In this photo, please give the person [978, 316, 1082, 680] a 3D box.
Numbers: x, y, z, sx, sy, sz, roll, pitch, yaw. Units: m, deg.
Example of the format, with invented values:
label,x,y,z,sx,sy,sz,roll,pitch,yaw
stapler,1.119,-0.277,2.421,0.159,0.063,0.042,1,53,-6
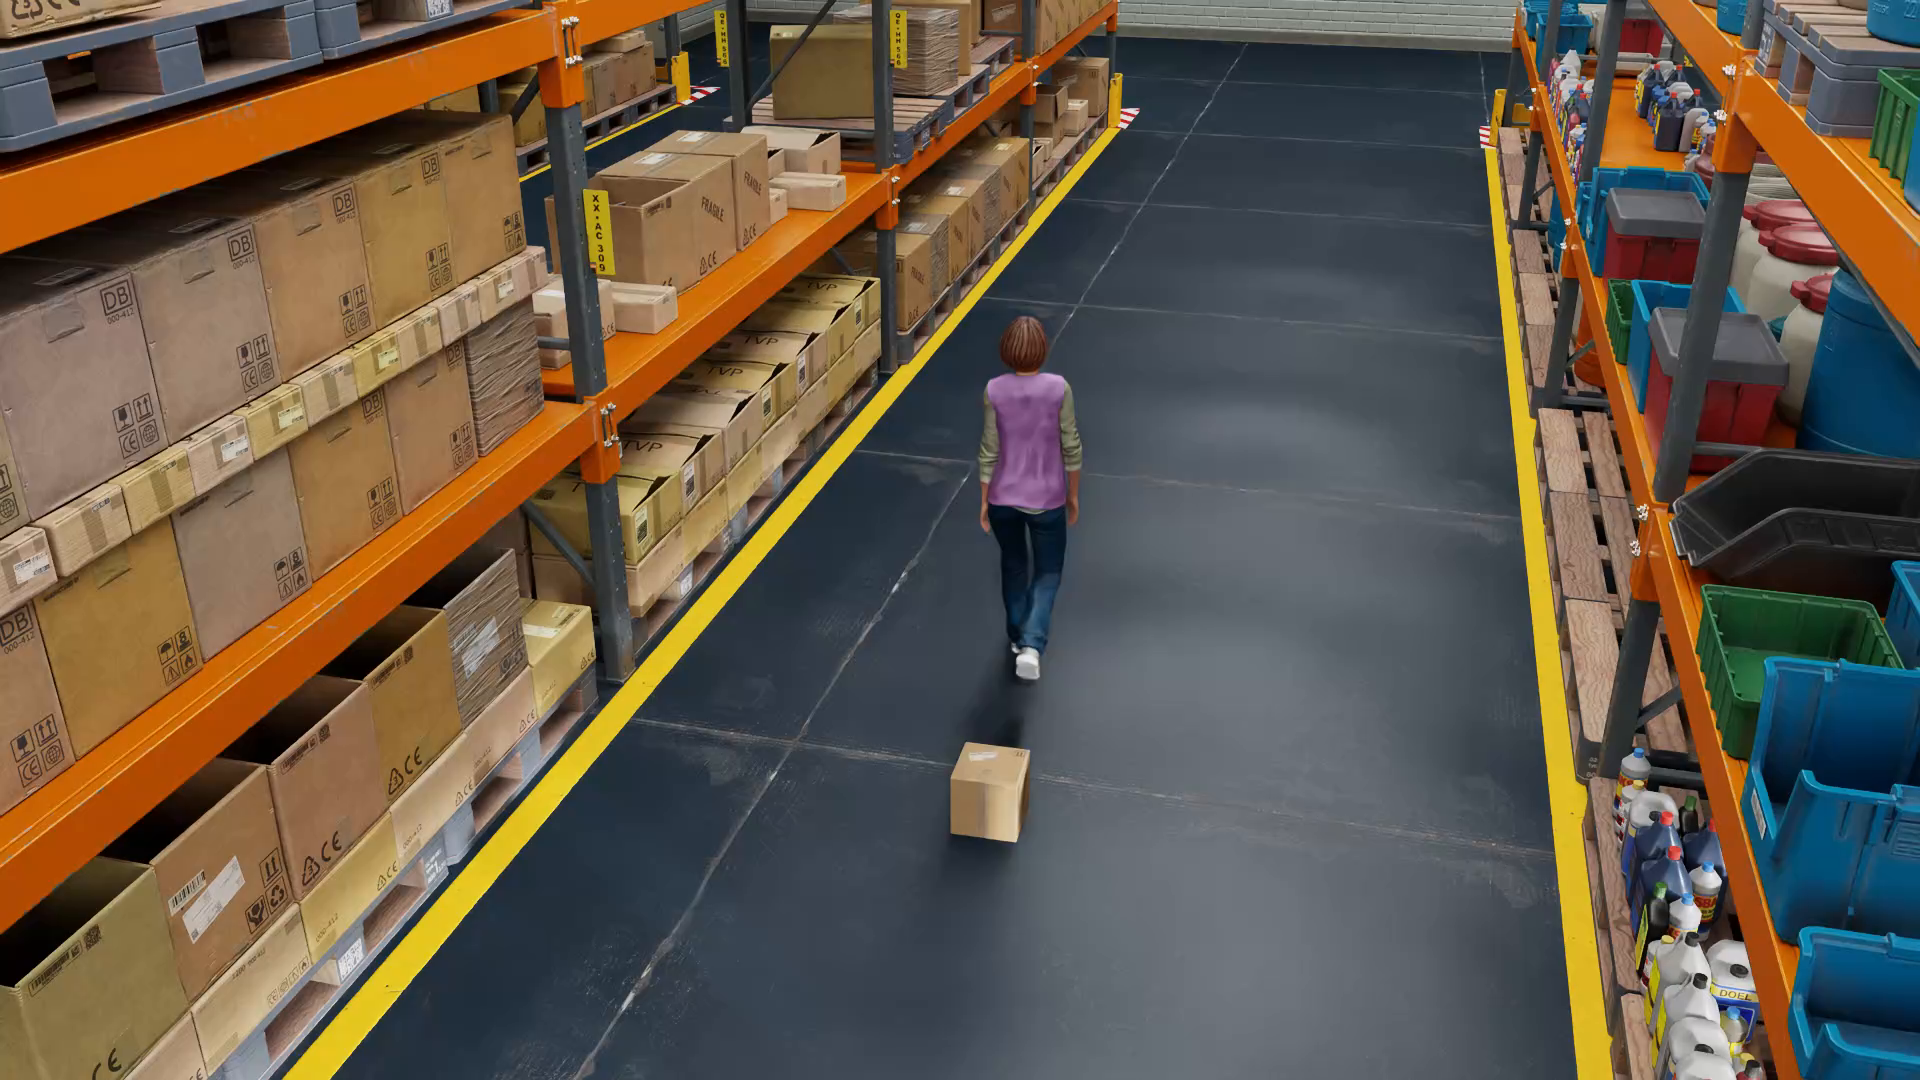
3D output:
label,x,y,z,sx,sy,sz,roll,pitch,yaw
person,0.281,-0.135,6.894,0.426,1.554,0.770,4,26,7
